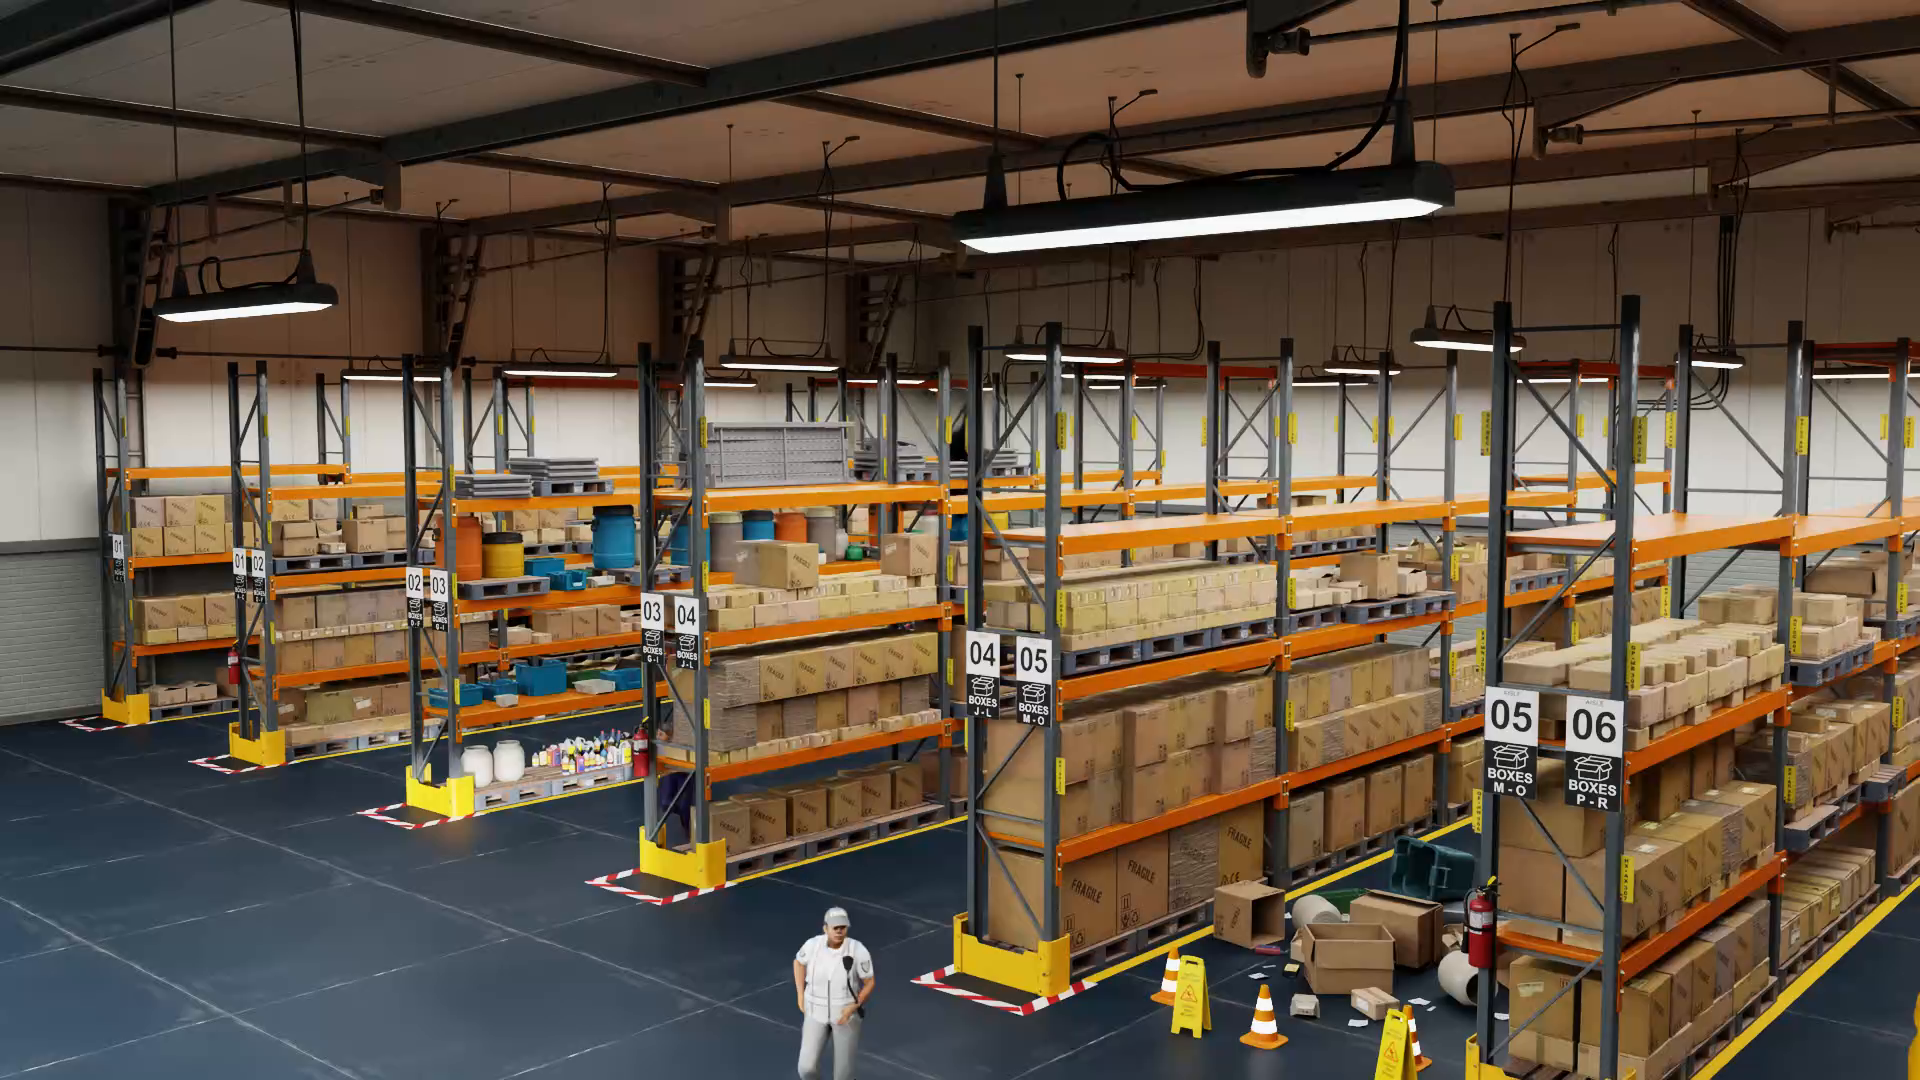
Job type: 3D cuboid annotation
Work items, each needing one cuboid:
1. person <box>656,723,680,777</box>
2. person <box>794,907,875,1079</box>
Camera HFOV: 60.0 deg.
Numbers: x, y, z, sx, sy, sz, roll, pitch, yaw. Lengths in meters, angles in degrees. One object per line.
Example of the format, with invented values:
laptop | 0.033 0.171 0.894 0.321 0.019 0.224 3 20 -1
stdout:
person | -3.589 2.544 20.277 0.633 0.675 0.558 2 5 22
person | -0.920 3.468 11.999 0.619 1.665 0.648 0 4 4
